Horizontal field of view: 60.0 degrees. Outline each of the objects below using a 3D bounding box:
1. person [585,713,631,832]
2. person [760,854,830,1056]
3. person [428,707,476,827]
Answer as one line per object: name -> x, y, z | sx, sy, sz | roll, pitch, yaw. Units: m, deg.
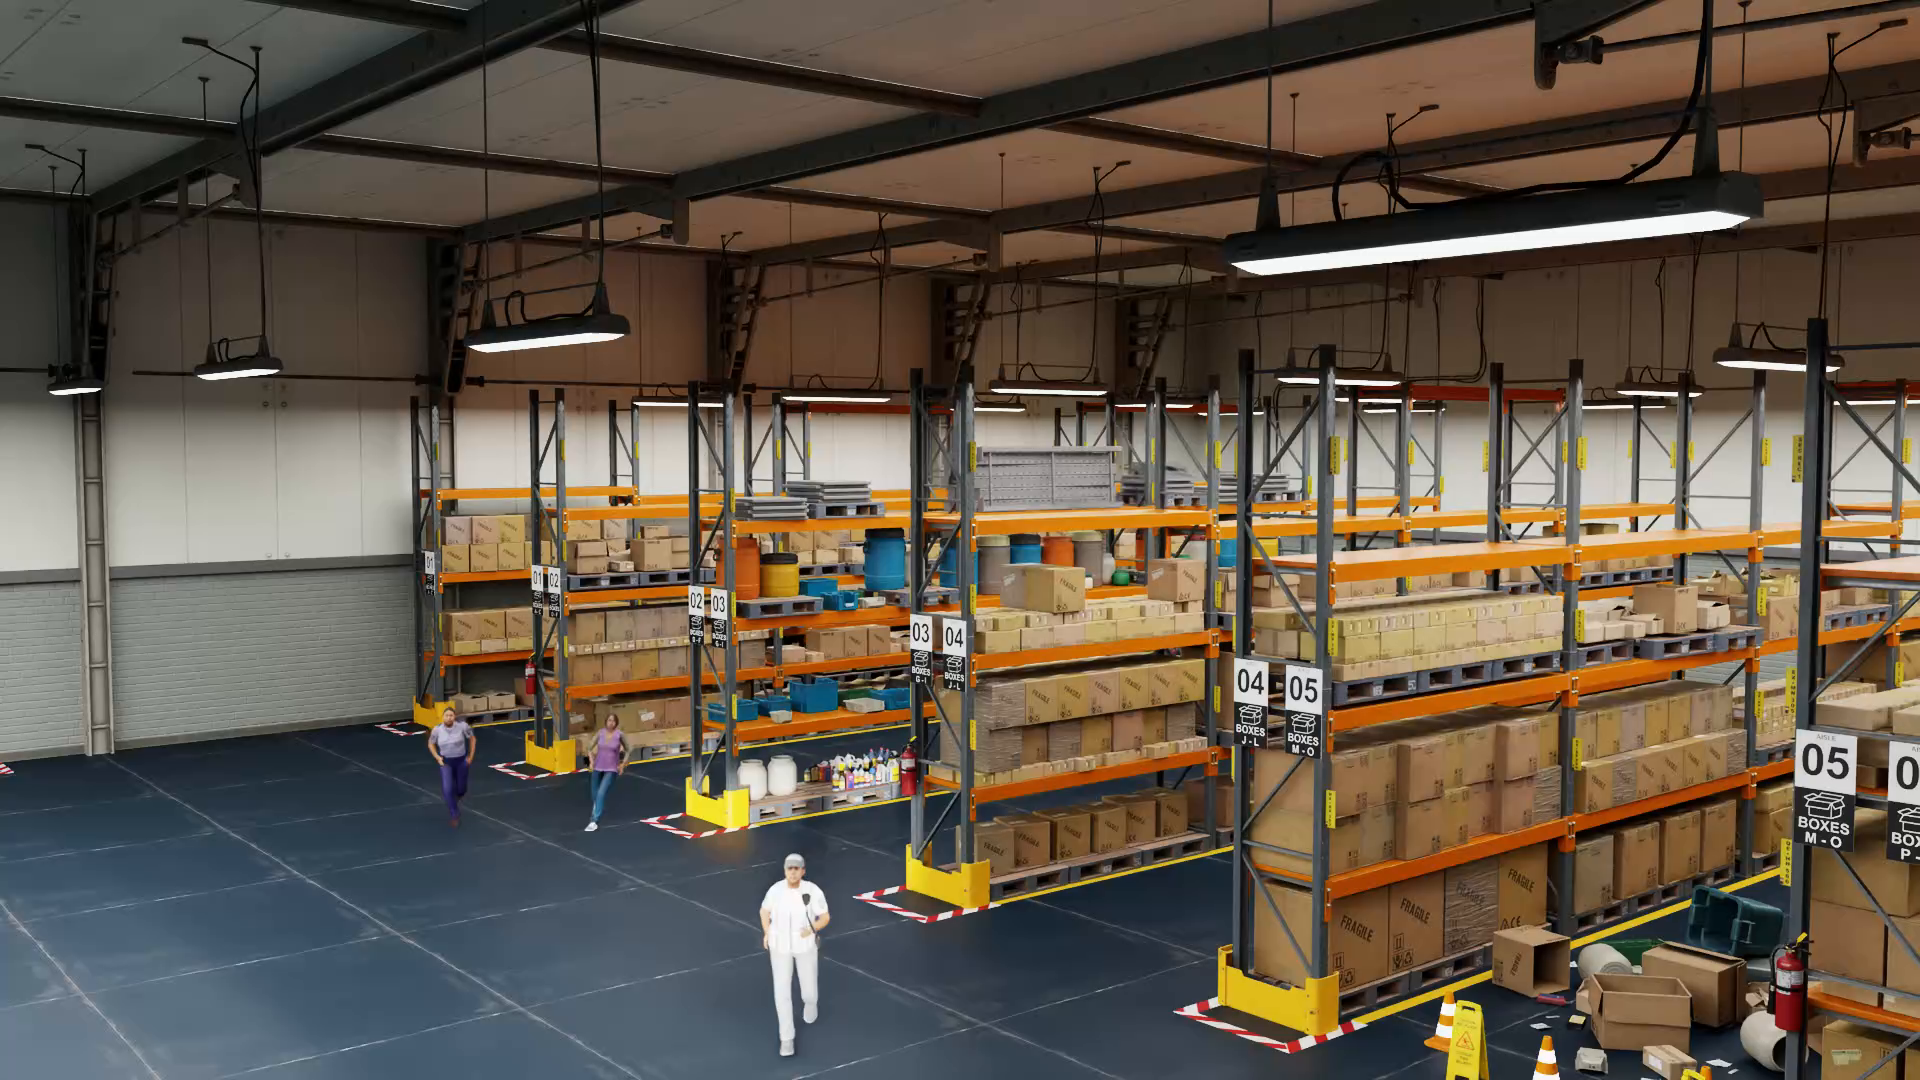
person -> -4.712, 3.080, 22.254 | 0.596, 1.539, 0.711 | 0, 3, 0
person -> -1.426, 3.503, 14.277 | 0.620, 1.632, 0.784 | 0, 3, 0
person -> -6.905, 3.058, 22.623 | 0.623, 1.632, 0.746 | -1, 4, -18
